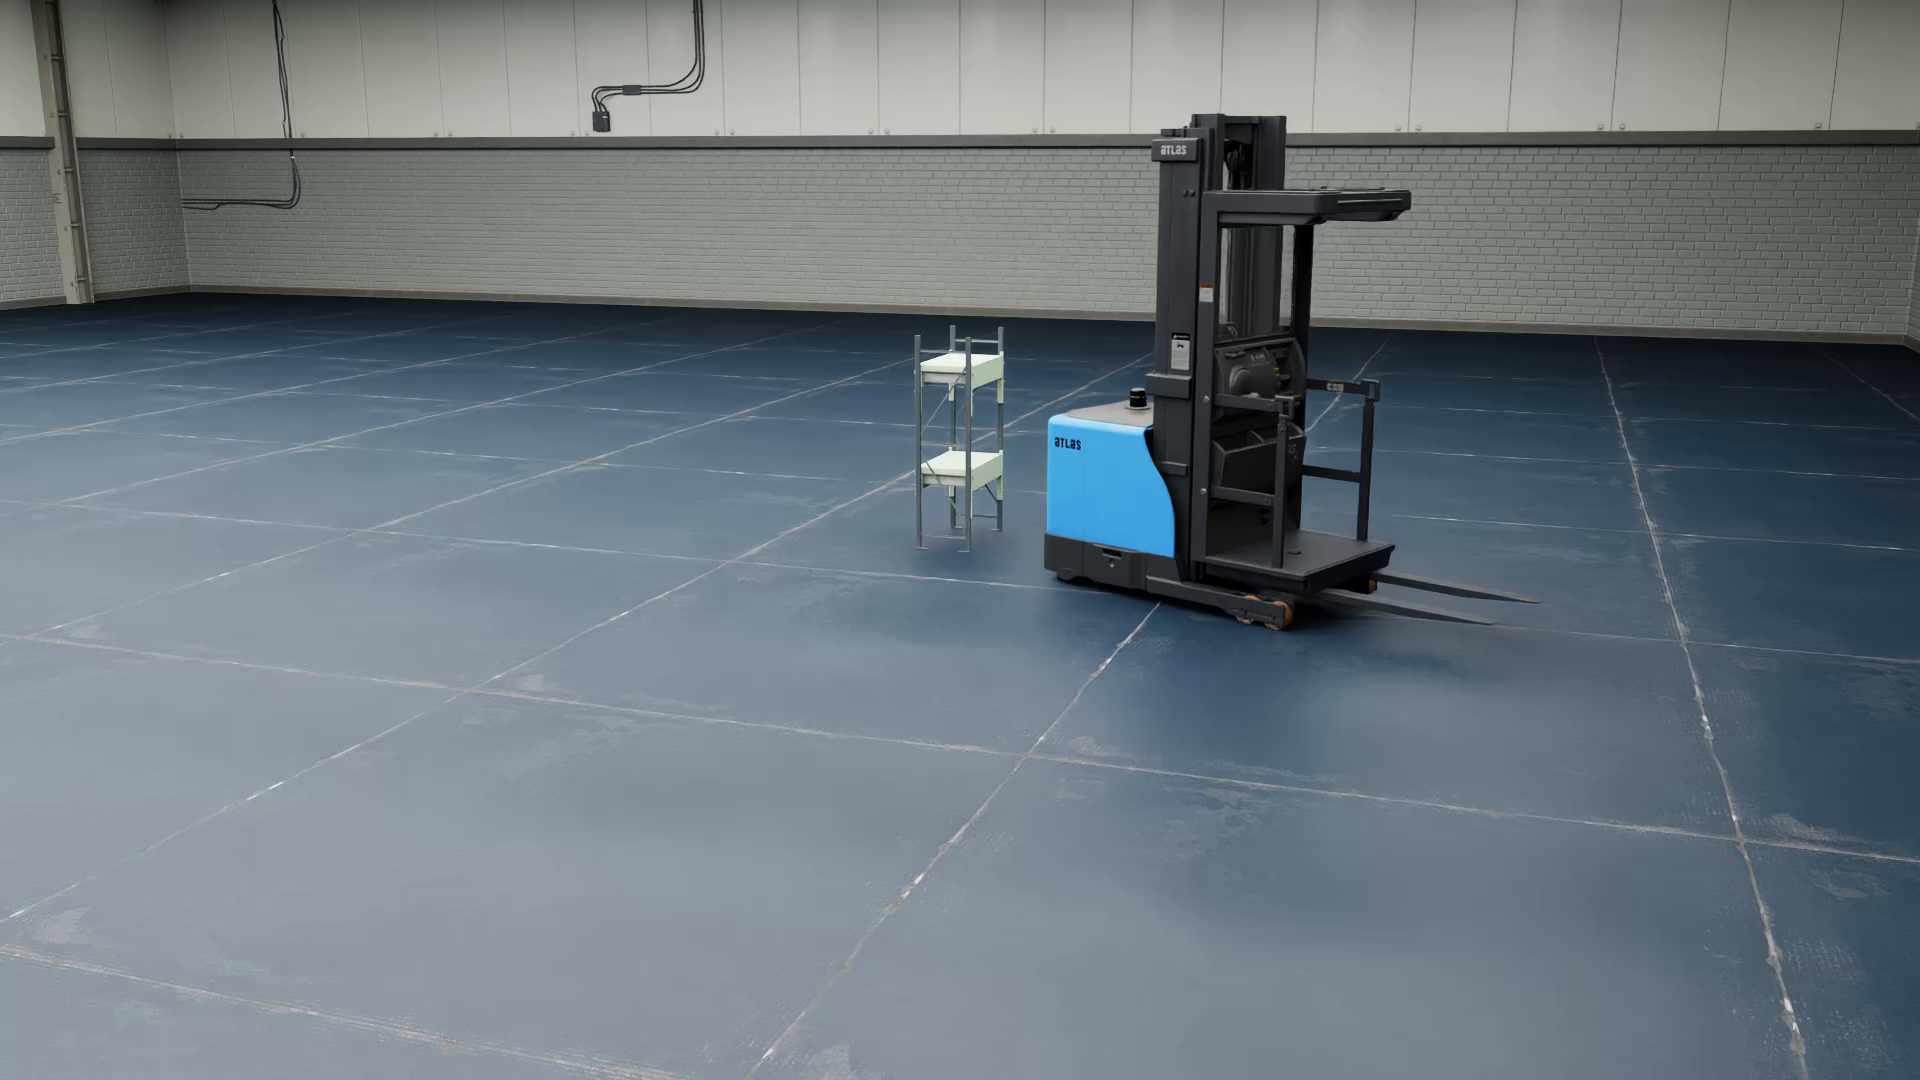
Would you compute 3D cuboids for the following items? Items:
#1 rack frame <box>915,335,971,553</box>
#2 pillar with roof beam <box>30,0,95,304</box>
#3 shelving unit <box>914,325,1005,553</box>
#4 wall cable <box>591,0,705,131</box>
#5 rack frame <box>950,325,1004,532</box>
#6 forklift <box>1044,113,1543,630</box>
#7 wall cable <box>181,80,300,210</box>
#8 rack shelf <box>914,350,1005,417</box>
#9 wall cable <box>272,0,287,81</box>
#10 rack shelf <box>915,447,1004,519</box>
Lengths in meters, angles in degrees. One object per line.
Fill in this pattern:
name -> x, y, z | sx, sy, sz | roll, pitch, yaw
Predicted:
rack frame -> -0.116, -0.656, 11.490 | 0.400, 1.500, 0.023 | 4, 14, 18
pillar with roof beam -> -12.808, -8.624, 29.549 | 9.100, 9.000, 0.400 | 4, 14, 18
shelving unit -> 0.002, -0.733, 11.827 | 0.431, 1.500, 0.755 | 4, 14, 18
wall cable -> -5.699, -10.430, 29.820 | 2.305, 6.003, 0.169 | 4, 14, 18
rack frame -> 0.121, -0.810, 12.165 | 0.400, 1.500, 0.023 | 4, 14, 18
forklift -> 1.979, -1.038, 9.947 | 3.031, 2.935, 1.130 | 11, 17, 41
wall cable -> -14.677, -7.945, 33.553 | 3.097, 2.526, 0.112 | 4, 14, 18
rack shelf -> 0.002, -1.113, 11.740 | 0.431, 0.370, 0.720 | 4, 14, 18
wall cable -> -12.117, -10.213, 32.138 | 3.097, 2.526, 0.112 | 4, 14, 18
rack shelf -> 0.002, -0.415, 11.900 | 0.431, 0.370, 0.720 | 4, 14, 18
